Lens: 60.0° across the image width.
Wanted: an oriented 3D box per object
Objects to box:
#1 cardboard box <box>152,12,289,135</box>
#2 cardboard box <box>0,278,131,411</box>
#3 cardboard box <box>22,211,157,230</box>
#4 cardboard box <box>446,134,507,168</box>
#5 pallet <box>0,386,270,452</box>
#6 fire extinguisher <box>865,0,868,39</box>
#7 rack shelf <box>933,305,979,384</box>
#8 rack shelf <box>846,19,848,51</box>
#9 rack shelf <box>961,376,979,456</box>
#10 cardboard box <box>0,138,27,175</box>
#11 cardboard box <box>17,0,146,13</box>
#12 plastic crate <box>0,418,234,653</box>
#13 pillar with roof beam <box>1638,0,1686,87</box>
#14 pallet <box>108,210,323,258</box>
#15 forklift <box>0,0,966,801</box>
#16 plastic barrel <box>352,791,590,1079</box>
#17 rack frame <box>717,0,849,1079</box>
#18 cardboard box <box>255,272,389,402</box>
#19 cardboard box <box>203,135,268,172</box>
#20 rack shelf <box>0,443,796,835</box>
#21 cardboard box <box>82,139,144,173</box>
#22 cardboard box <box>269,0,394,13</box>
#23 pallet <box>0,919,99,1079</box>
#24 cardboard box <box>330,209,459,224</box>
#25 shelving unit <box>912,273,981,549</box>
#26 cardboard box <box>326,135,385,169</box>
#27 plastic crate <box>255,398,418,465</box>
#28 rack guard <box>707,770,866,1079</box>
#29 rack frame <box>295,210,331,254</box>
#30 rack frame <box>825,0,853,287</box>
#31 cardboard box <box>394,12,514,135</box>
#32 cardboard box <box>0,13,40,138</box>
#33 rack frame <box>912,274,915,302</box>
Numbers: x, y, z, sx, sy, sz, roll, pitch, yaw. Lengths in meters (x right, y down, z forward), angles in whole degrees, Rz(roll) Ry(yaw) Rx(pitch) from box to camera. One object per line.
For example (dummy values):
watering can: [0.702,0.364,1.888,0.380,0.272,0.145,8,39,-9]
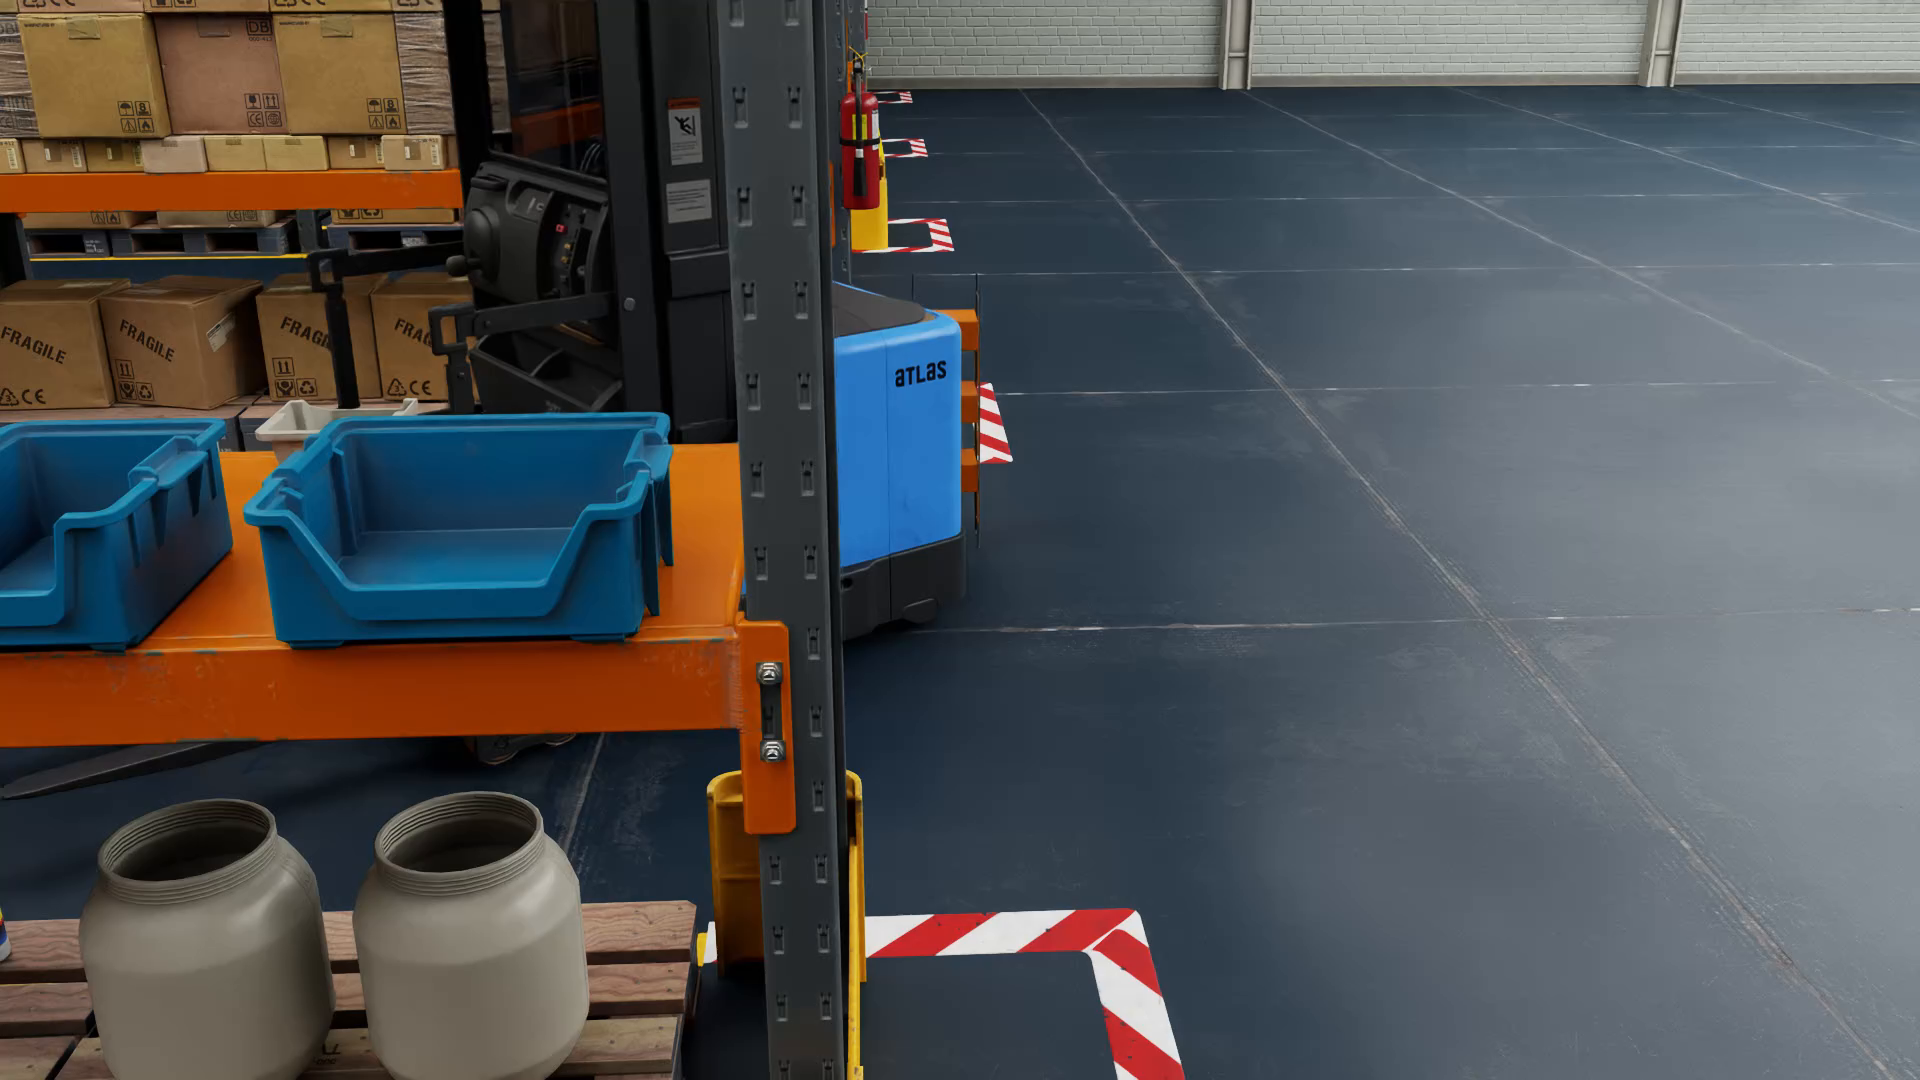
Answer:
cardboard box: [-3.123,-2.111,7.392,0.500,0.500,0.875,-1,21,-3]
cardboard box: [-4.169,-0.917,7.736,0.500,0.500,0.500,-2,21,-5]
cardboard box: [-6.331,-2.741,12.175,0.750,0.750,1.050,-1,21,-3]
cardboard box: [-2.097,-1.748,7.350,0.250,0.149,0.380,-1,21,-3]
pallet: [-3.902,-0.618,7.947,1.213,0.211,1.003,-1,21,-3]
fire extinguisher: [-1.002,-5.299,16.431,0.183,0.674,0.296,-1,21,-3]
rack shelf: [-0.053,-0.745,6.334,0.240,0.259,0.215,-1,21,-3]
rack shelf: [-3.140,-5.119,16.863,4.000,0.370,1.077,-1,21,-3]
rack shelf: [-0.053,-0.480,6.435,0.240,0.259,0.215,-1,21,-3]
cardboard box: [-4.088,-1.675,7.158,0.250,0.149,0.380,-1,21,-3]
cardboard box: [-3.608,-2.477,6.948,0.500,0.500,0.500,-1,21,-3]
plastic crate: [-1.426,-0.019,2.665,0.408,0.251,0.499,-1,21,-3]
pillar with roof beam: [10.050,-9.084,17.832,0.400,9.000,9.100,-1,21,-3]
pallet: [-5.519,-2.313,12.399,1.213,0.211,1.003,-1,21,-3]
forklift: [-1.455,-0.922,4.924,3.031,2.935,1.130,-15,26,-35]
plastic barrel: [-0.947,0.791,3.235,0.421,0.512,0.421,0,21,0]
rack frame: [-0.294,-0.216,2.974,0.127,3.000,1.000,-1,21,-3]
cardboard box: [-2.982,-0.971,7.880,0.500,0.500,0.500,-3,21,-8]
cardboard box: [-3.092,-1.709,7.247,0.250,0.149,0.380,-1,21,-3]
rack shelf: [-2.291,0.160,2.995,4.000,0.370,1.077,-1,21,-3]
cardboard box: [-3.591,-1.699,7.220,0.250,0.149,0.380,-1,21,-3]
cardboard box: [-2.610,-2.501,7.011,0.500,0.500,0.500,-1,21,-3]
pallet: [-2.394,1.143,3.321,1.213,0.211,1.003,-1,21,-3]
cardboard box: [-4.121,-2.850,12.286,0.875,0.875,0.875,-1,21,-2]
shelving unit: [-0.053,-0.490,6.431,0.252,1.050,0.215,-1,21,-3]
cardboard box: [-2.595,-1.731,7.305,0.250,0.149,0.380,-1,21,-3]
plastic crate: [-1.206,-0.189,3.273,0.250,0.136,0.298,-1,21,-3]
rack guard: [-0.368,0.970,3.370,0.348,0.500,1.175,-1,21,-3]
rack frame: [-4.753,-3.659,12.015,0.127,3.000,1.000,-1,21,-3]
rack frame: [-0.577,-1.976,7.595,0.127,3.000,1.000,-1,21,-3]
cardboard box: [-2.122,-2.113,7.396,0.500,0.500,0.875,-1,21,-3]
cardboard box: [-4.118,-2.068,7.277,0.500,0.500,0.875,-1,21,-3]
rack frame: [-0.175,-0.487,6.425,0.008,1.050,0.200,-1,21,-3]
